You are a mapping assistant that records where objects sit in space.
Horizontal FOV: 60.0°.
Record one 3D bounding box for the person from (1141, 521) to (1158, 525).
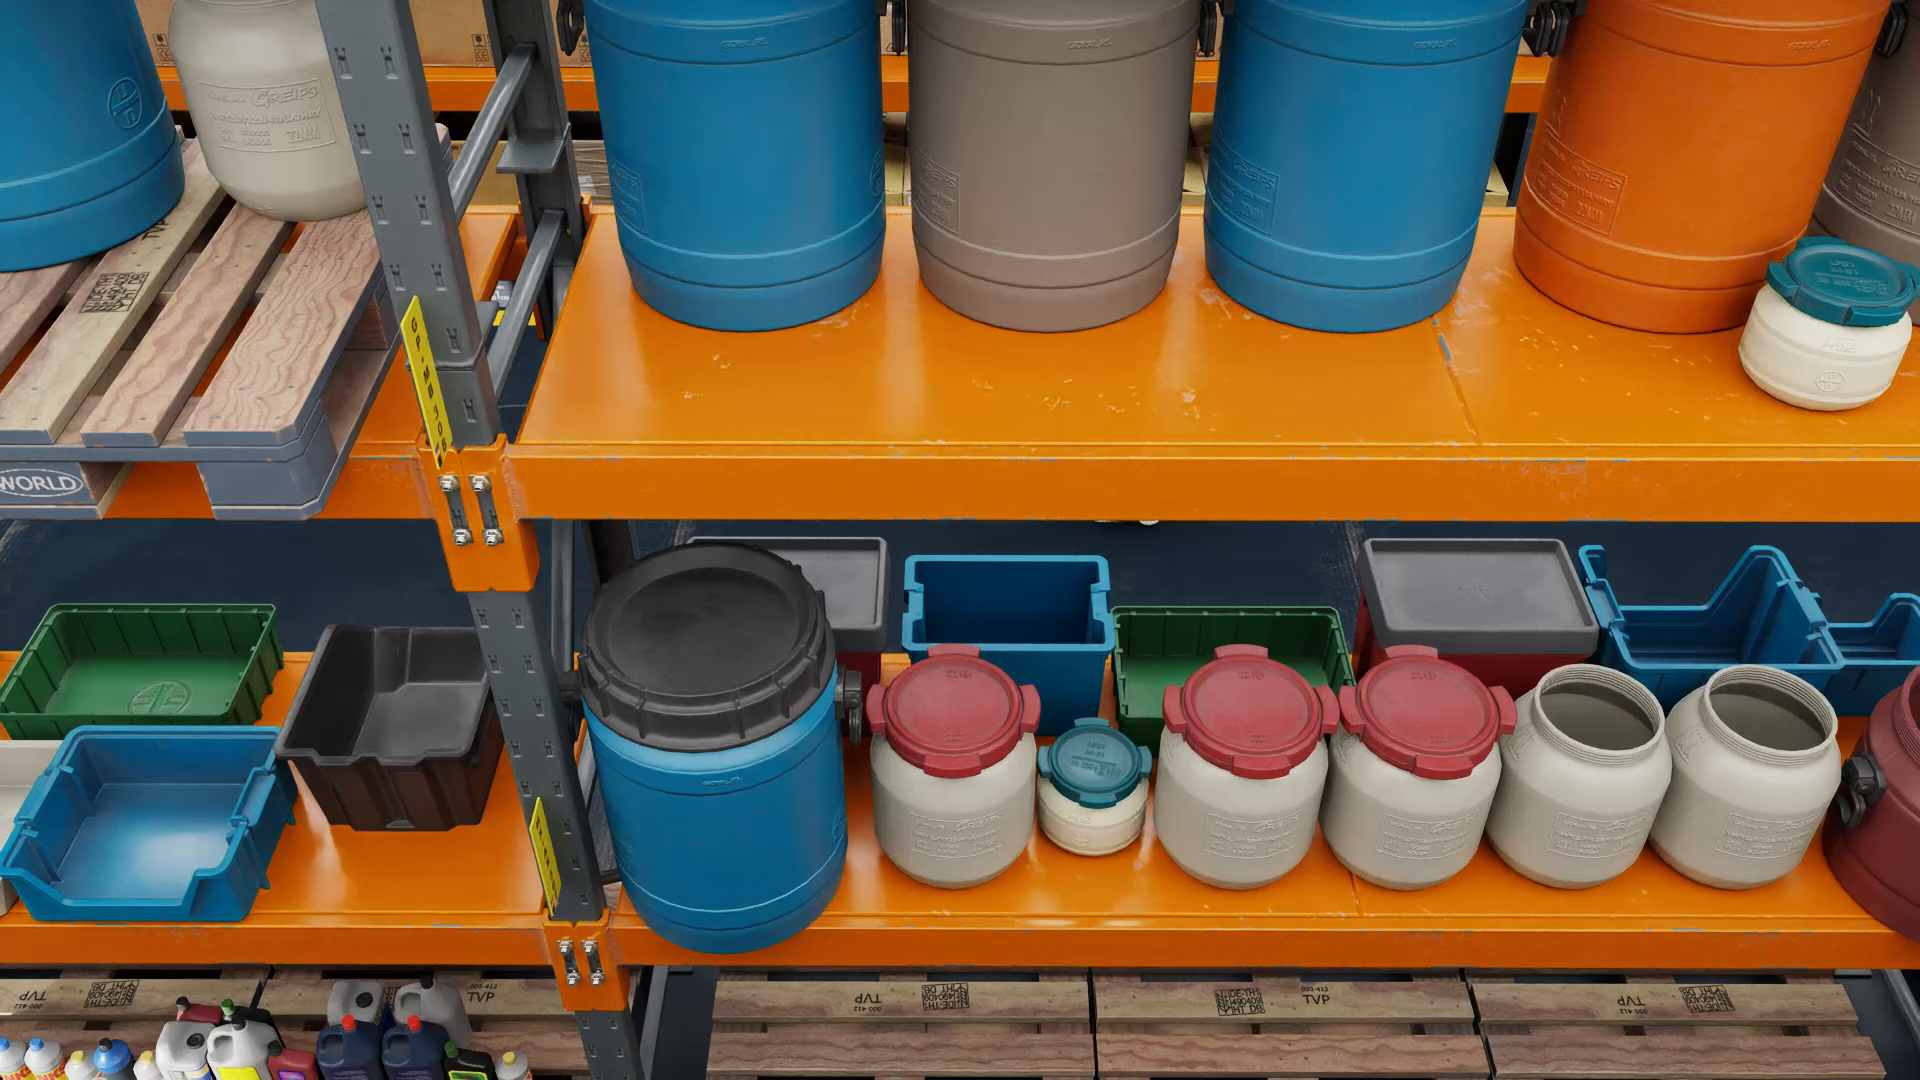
[{"bbox_3d":[0.739,-0.476,7.468,0.422,0.699,0.854,-1,40,-1],"label":"person"}]
